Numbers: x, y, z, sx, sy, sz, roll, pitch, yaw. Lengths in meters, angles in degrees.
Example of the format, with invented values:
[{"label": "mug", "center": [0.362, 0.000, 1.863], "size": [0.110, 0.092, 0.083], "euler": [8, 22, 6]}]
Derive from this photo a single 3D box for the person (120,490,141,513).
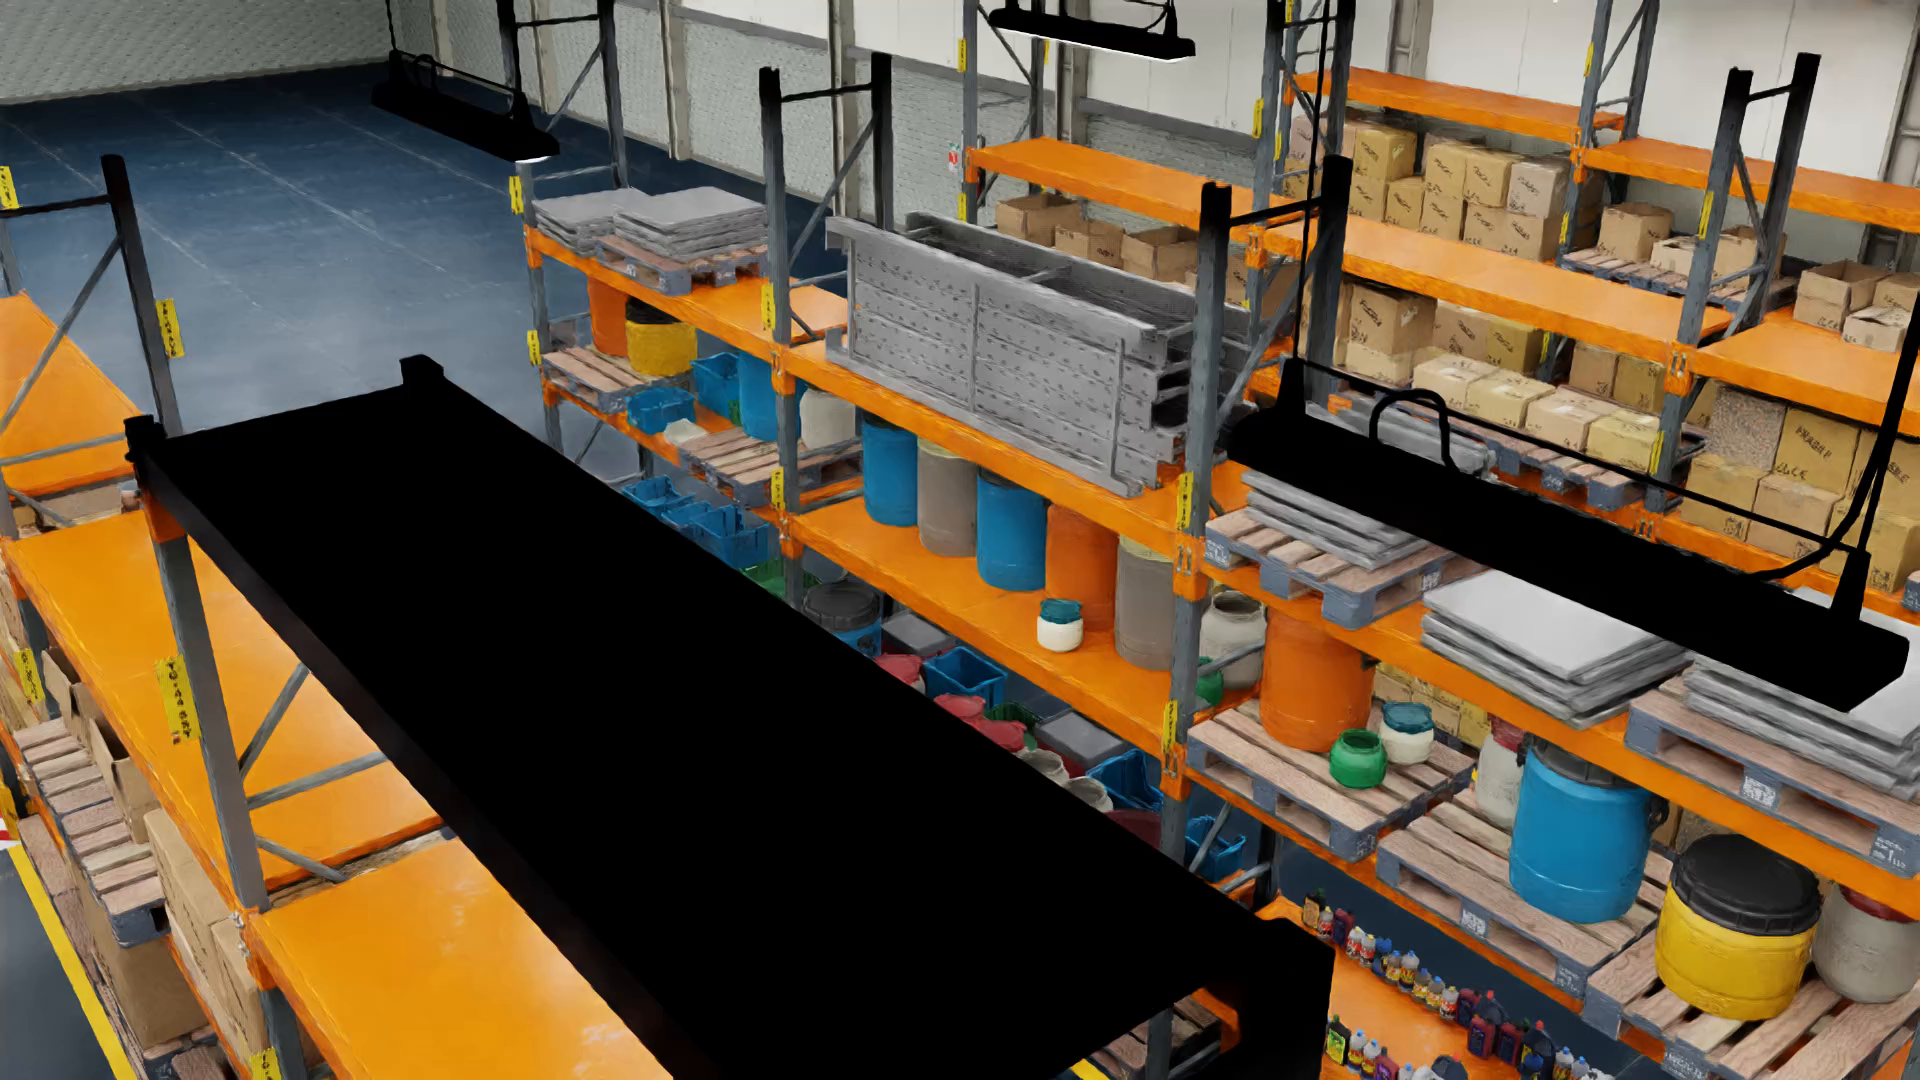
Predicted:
[{"label": "person", "center": [-7.531, 0.313, 15.543], "size": [0.887, 1.635, 0.703], "euler": [17, 31, 31]}]
